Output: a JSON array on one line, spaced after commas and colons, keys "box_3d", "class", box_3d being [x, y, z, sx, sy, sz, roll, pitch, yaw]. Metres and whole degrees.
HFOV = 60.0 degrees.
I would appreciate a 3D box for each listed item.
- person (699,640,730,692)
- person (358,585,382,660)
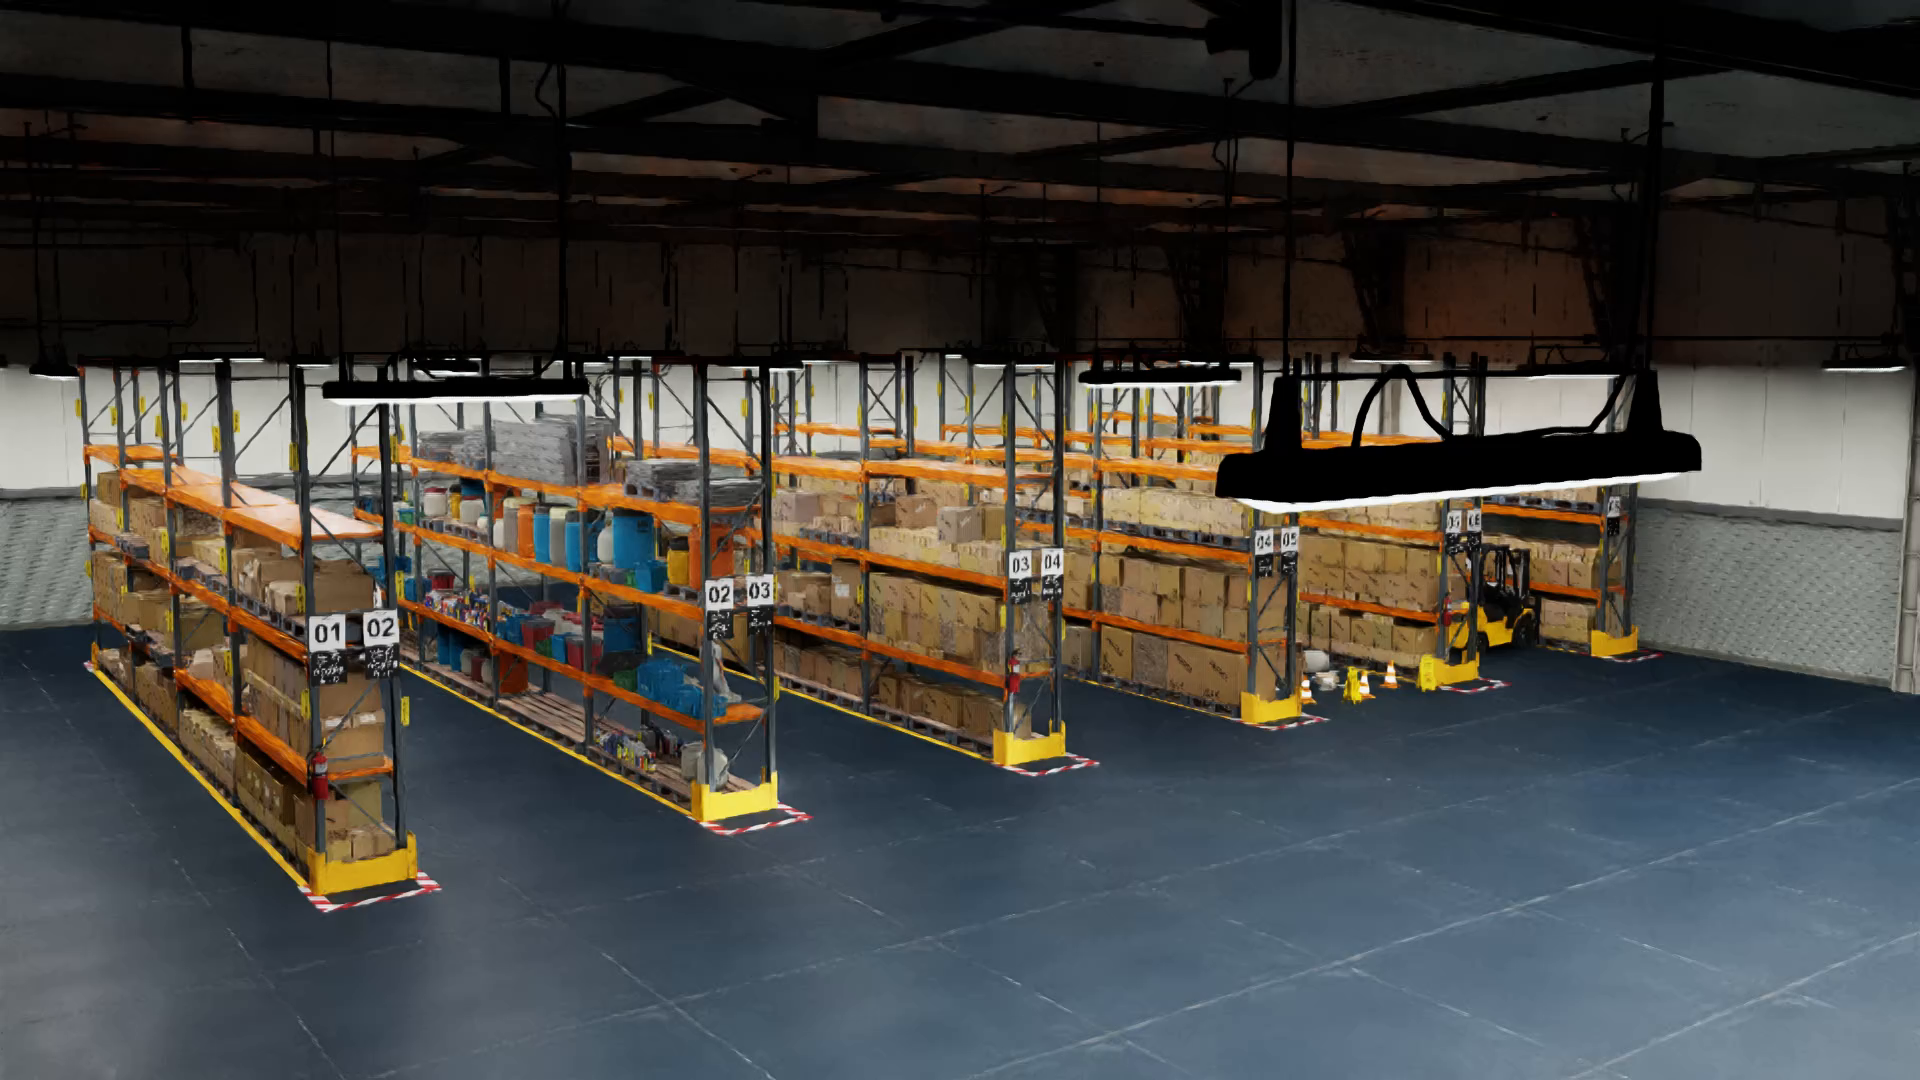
[{"box_3d": [-4.009, 2.237, 26.968, 0.503, 1.670, 0.432, 4, 8, 27], "class": "person"}, {"box_3d": [-11.731, 1.482, 32.908, 0.575, 1.702, 1.104, -3, 8, -26], "class": "person"}]
